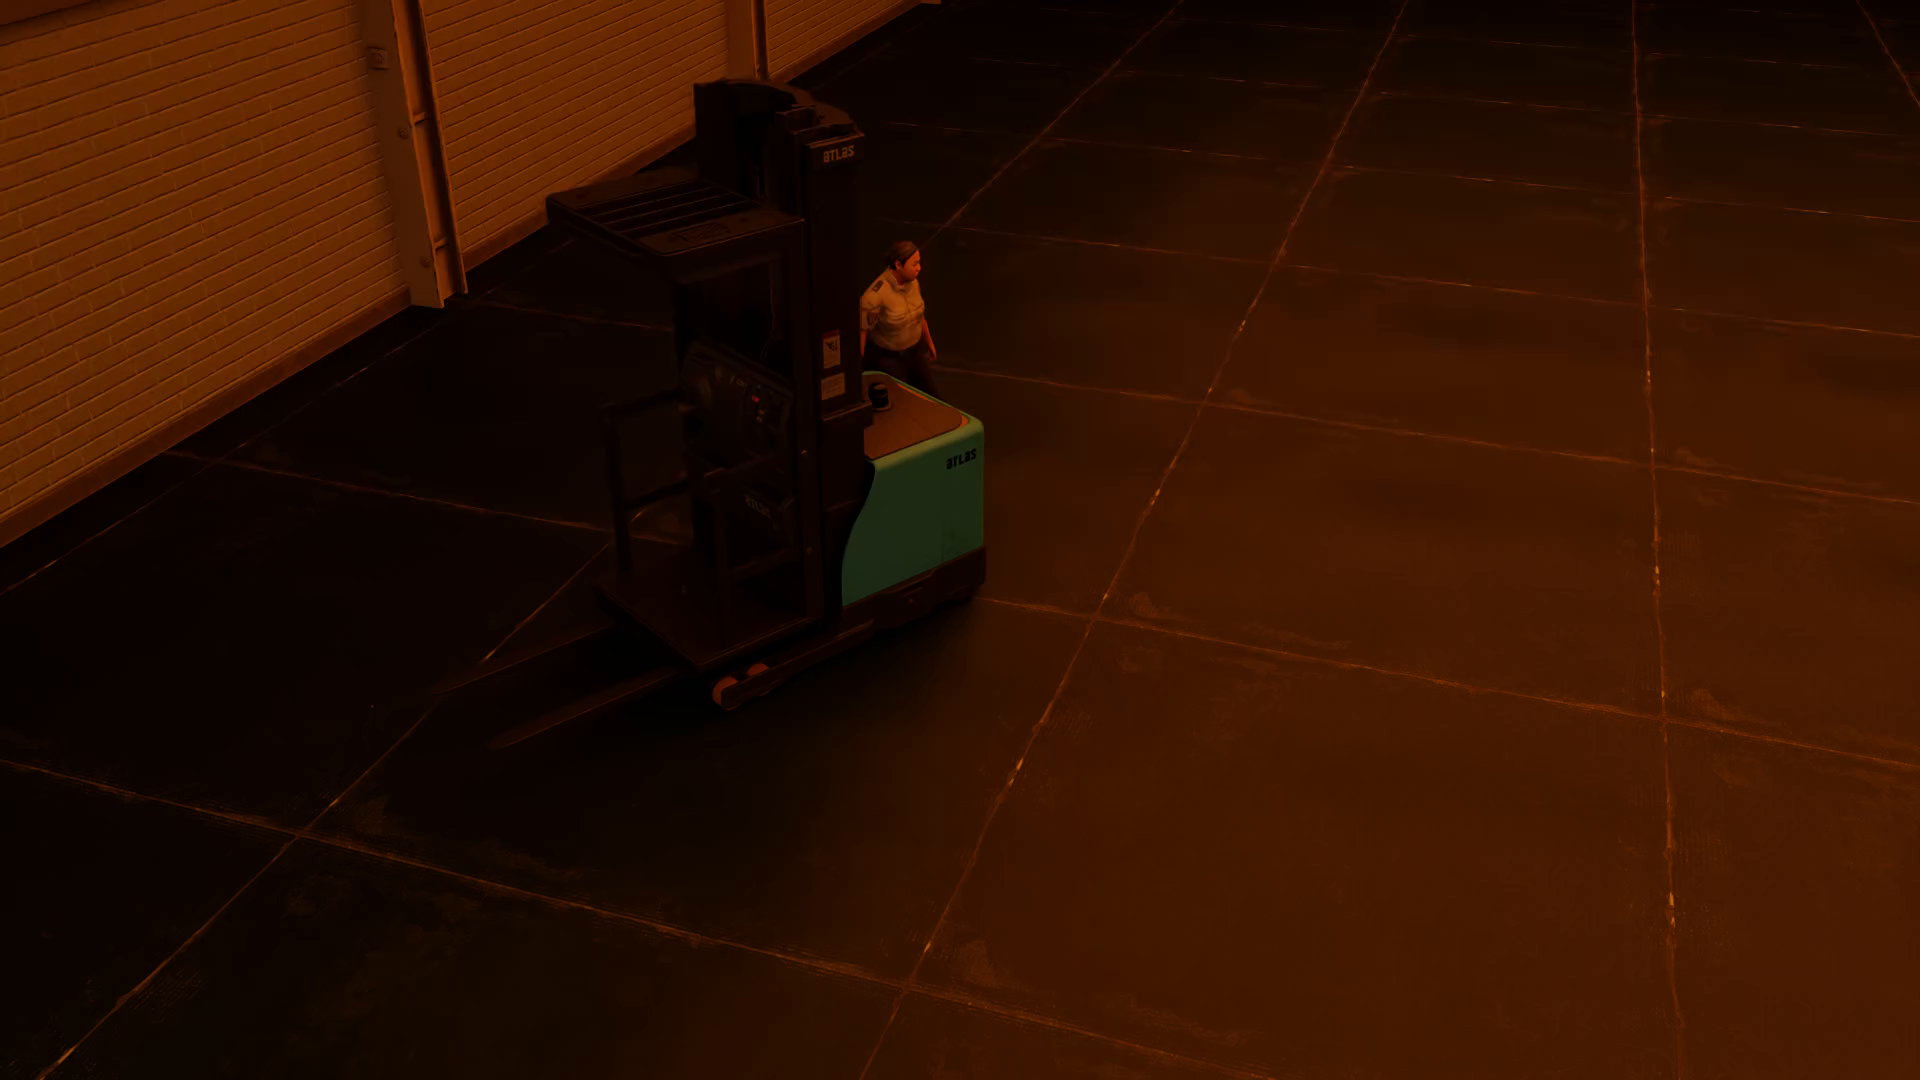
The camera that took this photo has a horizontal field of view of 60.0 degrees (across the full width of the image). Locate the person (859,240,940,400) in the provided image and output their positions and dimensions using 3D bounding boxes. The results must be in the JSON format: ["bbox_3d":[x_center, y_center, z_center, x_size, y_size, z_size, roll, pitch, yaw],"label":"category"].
[{"bbox_3d":[-0.371,-1.123,10.437,0.377,1.618,0.796,20,35,31],"label":"person"}]

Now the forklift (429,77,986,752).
[{"bbox_3d":[-1.298,-0.692,8.351,3.031,2.935,1.130,-23,37,-35],"label":"forklift"}]
